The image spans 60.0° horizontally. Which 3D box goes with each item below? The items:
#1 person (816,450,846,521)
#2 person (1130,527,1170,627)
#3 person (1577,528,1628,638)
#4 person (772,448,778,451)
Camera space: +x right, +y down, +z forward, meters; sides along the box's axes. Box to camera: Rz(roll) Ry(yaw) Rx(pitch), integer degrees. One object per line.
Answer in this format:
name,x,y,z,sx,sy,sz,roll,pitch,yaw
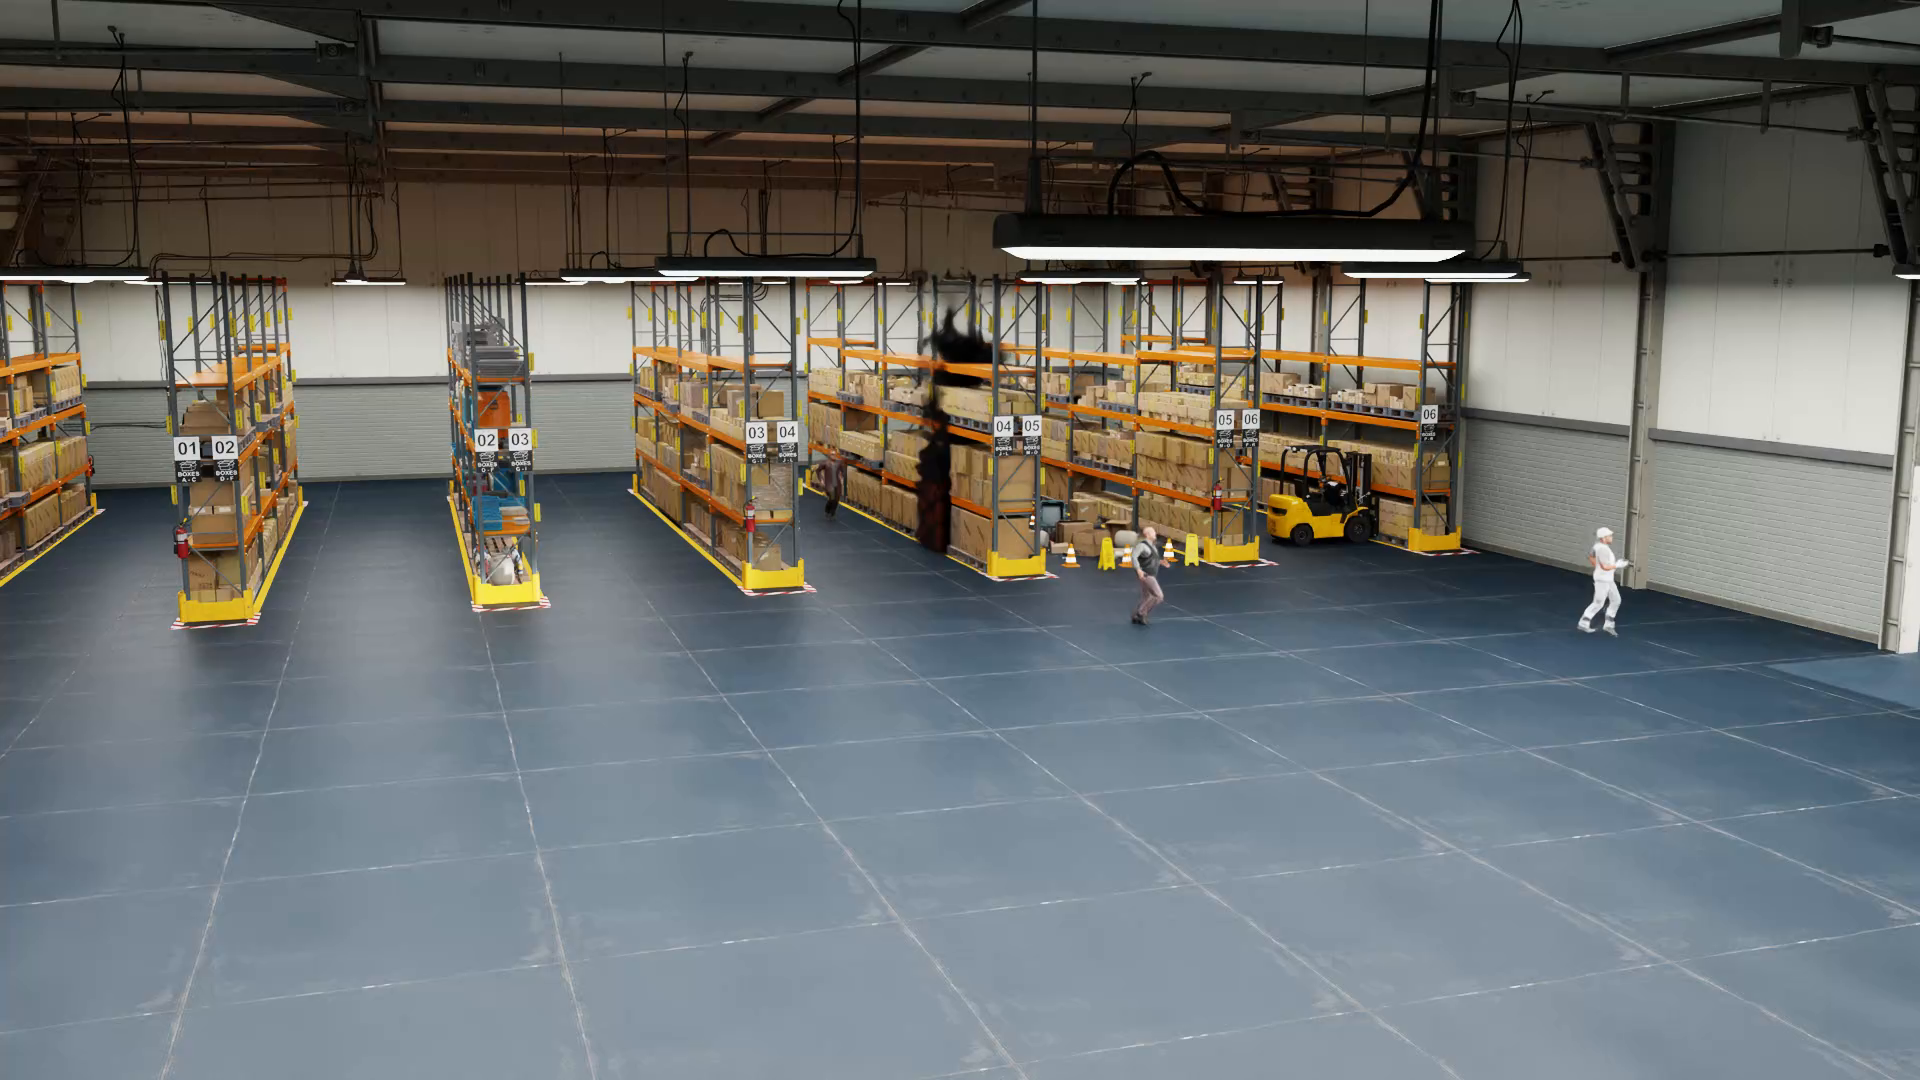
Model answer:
person,-3.131,-1.333,40.998,0.682,1.743,0.702,-4,9,-25
person,3.238,0.621,28.343,0.656,1.701,0.661,3,9,17
person,10.627,0.708,27.445,0.736,1.836,0.632,4,10,27
person,-5.471,-2.251,47.548,0.618,1.686,0.810,-1,9,-4
